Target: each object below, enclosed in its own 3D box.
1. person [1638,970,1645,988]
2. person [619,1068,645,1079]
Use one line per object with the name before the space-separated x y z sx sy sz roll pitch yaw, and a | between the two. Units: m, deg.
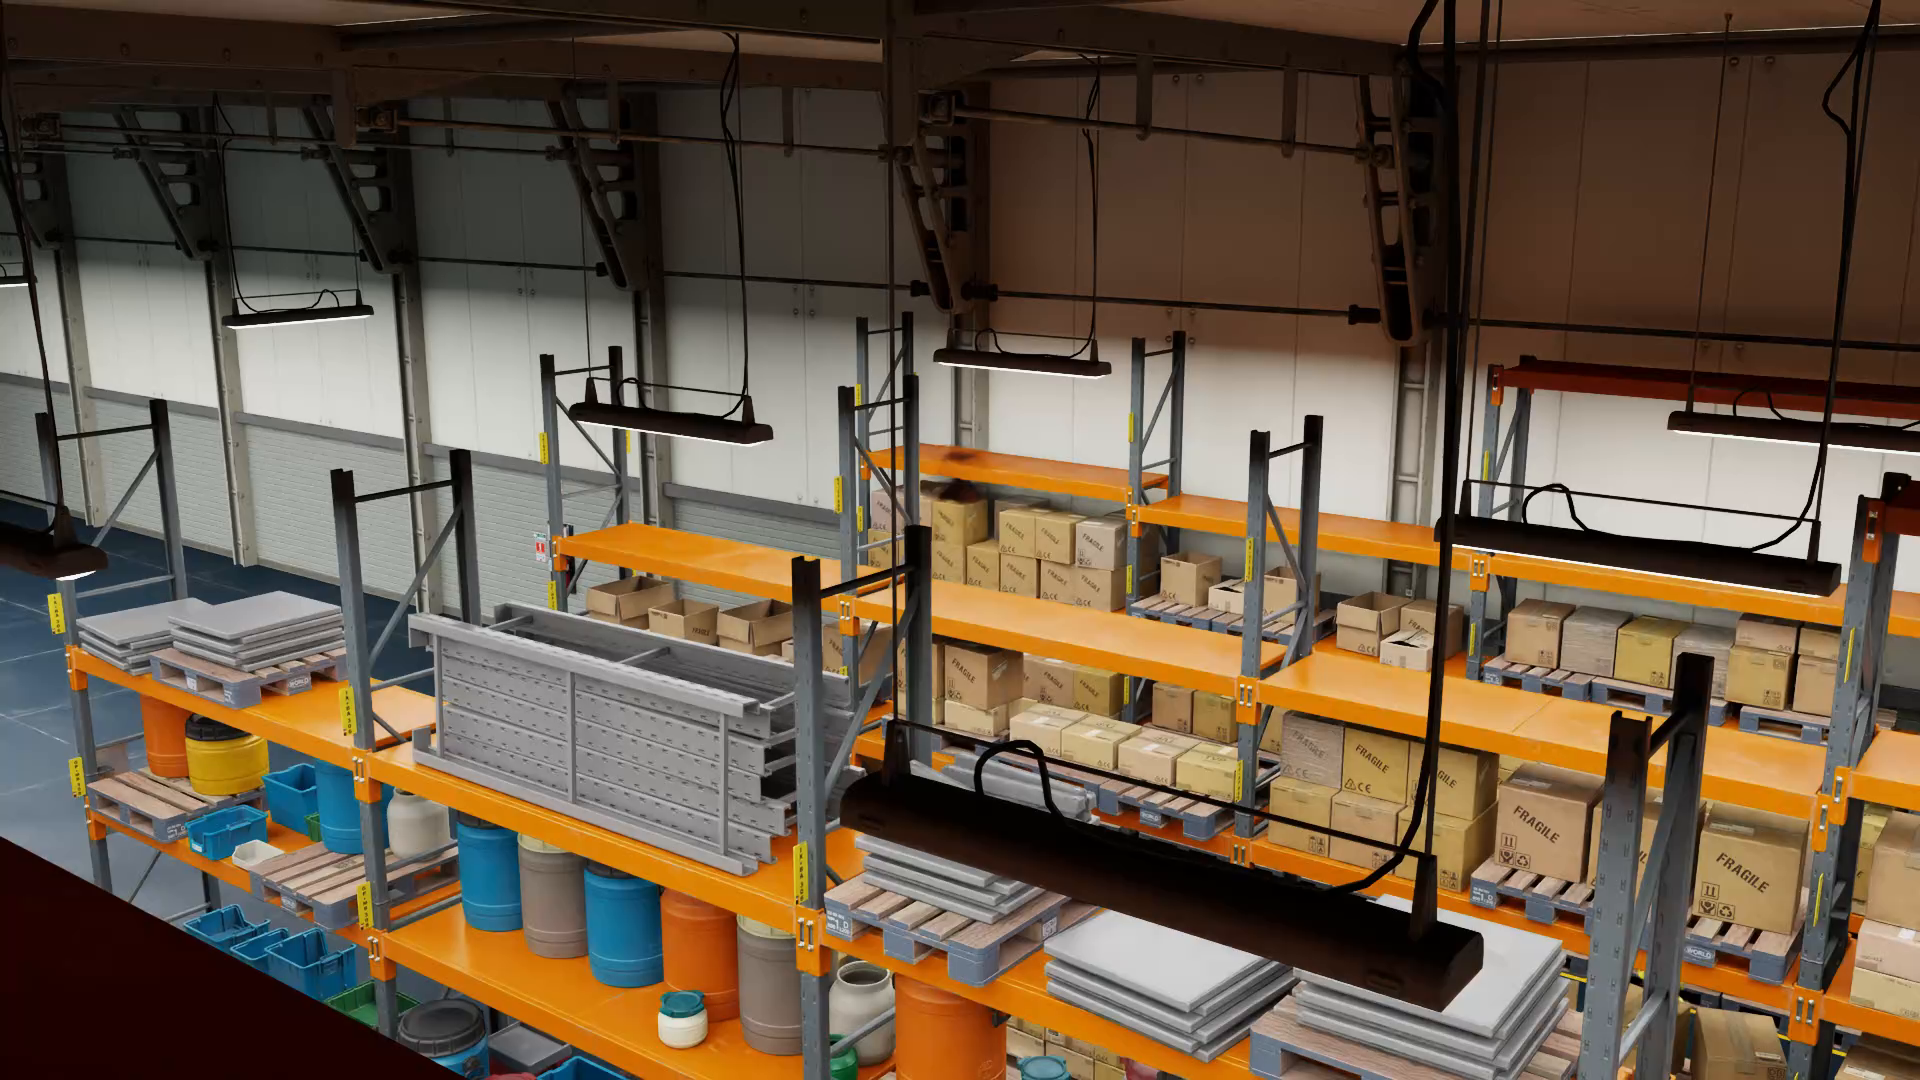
person | 5.479 4.198 13.377 1.022 1.730 0.652 11 17 40
person | -2.379 4.279 12.818 0.506 1.724 1.053 -11 17 -39
